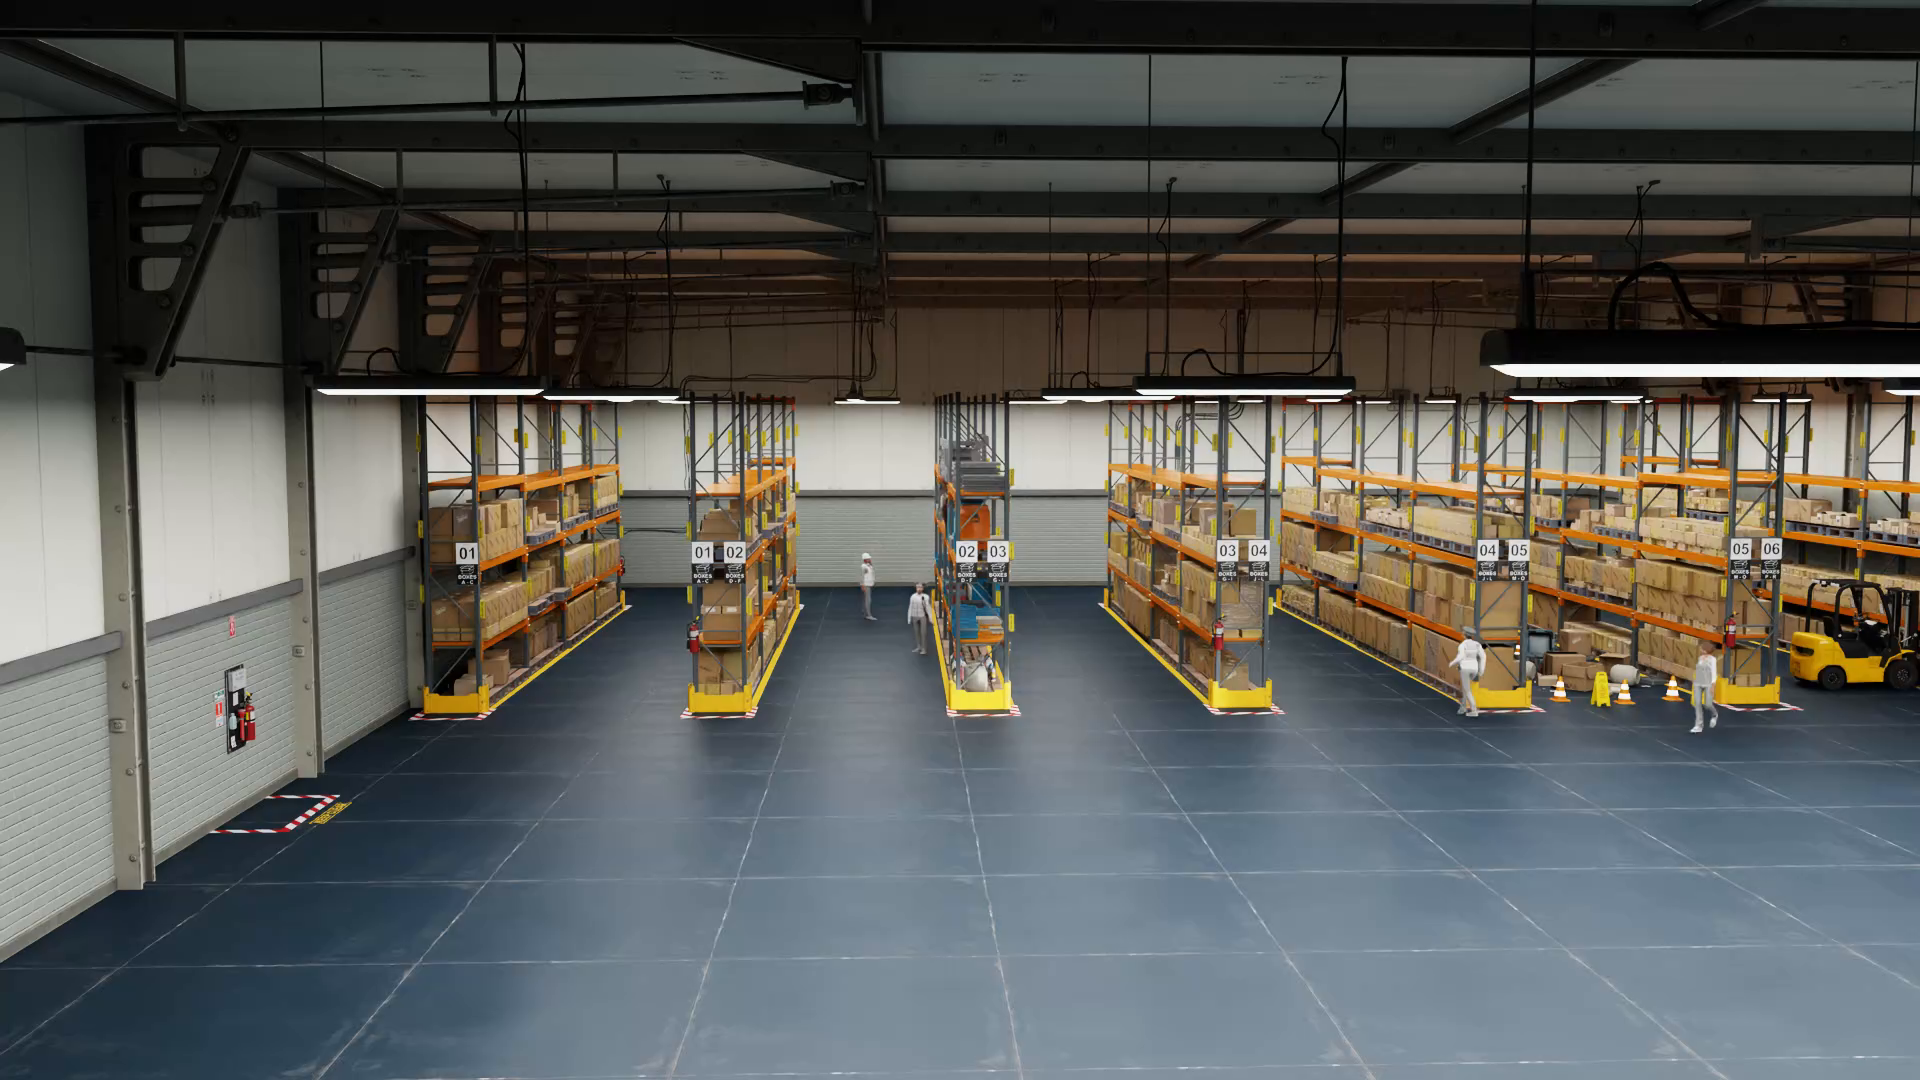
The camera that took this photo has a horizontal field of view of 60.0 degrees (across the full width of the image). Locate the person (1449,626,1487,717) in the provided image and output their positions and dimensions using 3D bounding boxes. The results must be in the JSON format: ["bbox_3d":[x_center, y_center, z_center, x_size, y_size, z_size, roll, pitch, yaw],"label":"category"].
[{"bbox_3d":[9.450,2.463,30.830,0.587,1.737,0.766,-1,5,-14],"label":"person"}]

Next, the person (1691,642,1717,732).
[{"bbox_3d":[13.122,2.577,29.232,0.415,1.591,0.575,4,6,43],"label":"person"}]

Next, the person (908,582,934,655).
[{"bbox_3d":[-0.910,1.796,38.457,0.598,1.697,0.393,2,5,24],"label":"person"}]

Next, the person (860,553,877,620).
[{"bbox_3d":[-2.444,1.247,44.919,0.525,1.796,0.577,1,5,17],"label":"person"}]
